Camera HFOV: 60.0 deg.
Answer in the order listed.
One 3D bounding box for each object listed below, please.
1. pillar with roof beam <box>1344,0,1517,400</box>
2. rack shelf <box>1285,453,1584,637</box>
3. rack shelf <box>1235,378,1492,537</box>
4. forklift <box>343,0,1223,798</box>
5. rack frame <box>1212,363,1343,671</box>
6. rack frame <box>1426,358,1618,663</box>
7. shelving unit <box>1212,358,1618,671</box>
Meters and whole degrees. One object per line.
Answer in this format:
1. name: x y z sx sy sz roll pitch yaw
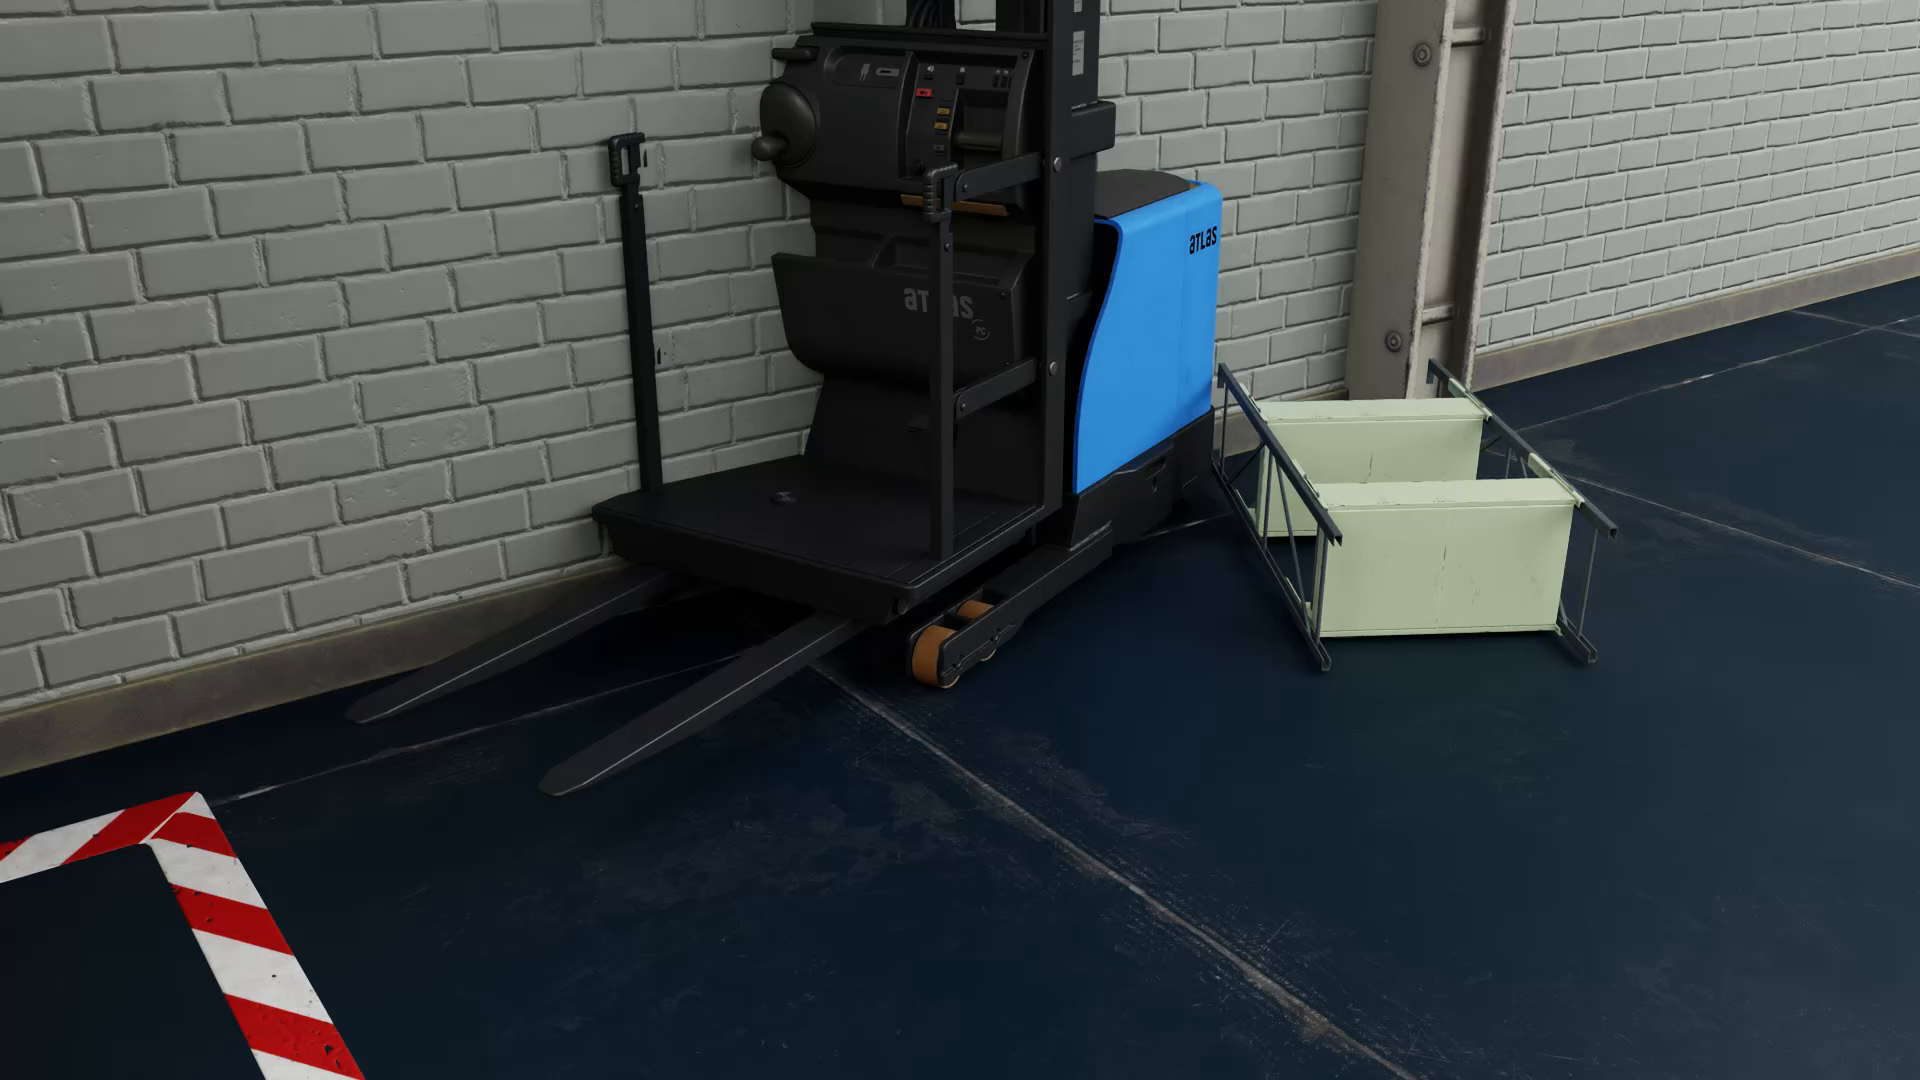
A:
1. pillar with roof beam: 4.258 -3.340 1.624 0.400 9.000 9.100 -15 26 -33
2. rack shelf: 1.329 0.017 4.749 0.720 0.431 0.370 -2 23 -3
3. rack shelf: 1.288 -0.265 5.406 0.720 0.431 0.370 -2 23 -3
4. forklift: -0.329 -1.163 4.357 1.130 2.935 3.031 13 25 29
5. rack frame: 0.941 -0.127 5.088 0.023 0.400 1.500 -2 23 -3
6. rack frame: 1.672 -0.146 5.126 0.023 0.400 1.500 -2 23 -3
7. shelving unit: 1.306 -0.137 5.107 0.755 0.431 1.500 -2 23 -3
